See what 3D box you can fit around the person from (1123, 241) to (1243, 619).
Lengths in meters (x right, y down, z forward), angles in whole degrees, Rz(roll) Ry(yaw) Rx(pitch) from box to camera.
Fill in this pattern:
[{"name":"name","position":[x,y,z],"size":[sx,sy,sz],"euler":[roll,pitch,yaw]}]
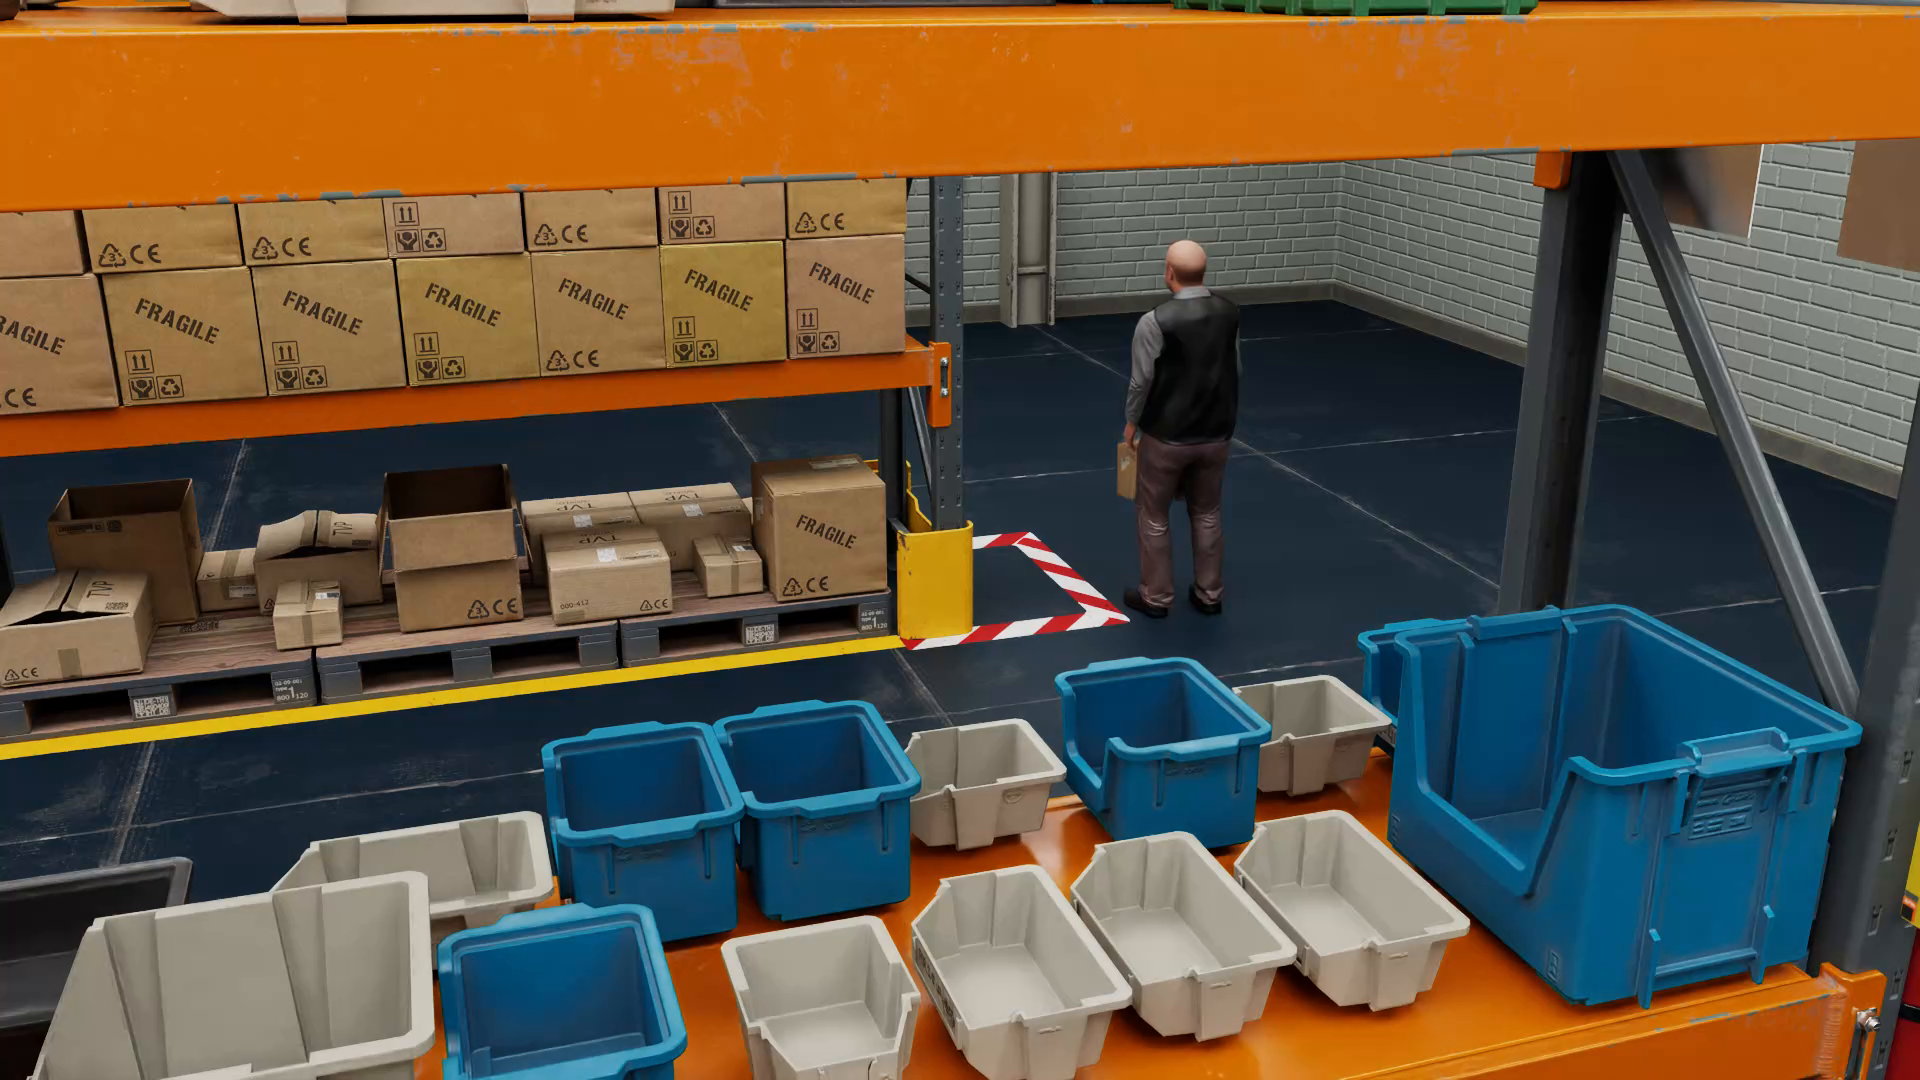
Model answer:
[{"name":"person","position":[0.994,-0.481,7.485],"size":[0.556,1.726,0.471],"euler":[-7,20,-21]}]
